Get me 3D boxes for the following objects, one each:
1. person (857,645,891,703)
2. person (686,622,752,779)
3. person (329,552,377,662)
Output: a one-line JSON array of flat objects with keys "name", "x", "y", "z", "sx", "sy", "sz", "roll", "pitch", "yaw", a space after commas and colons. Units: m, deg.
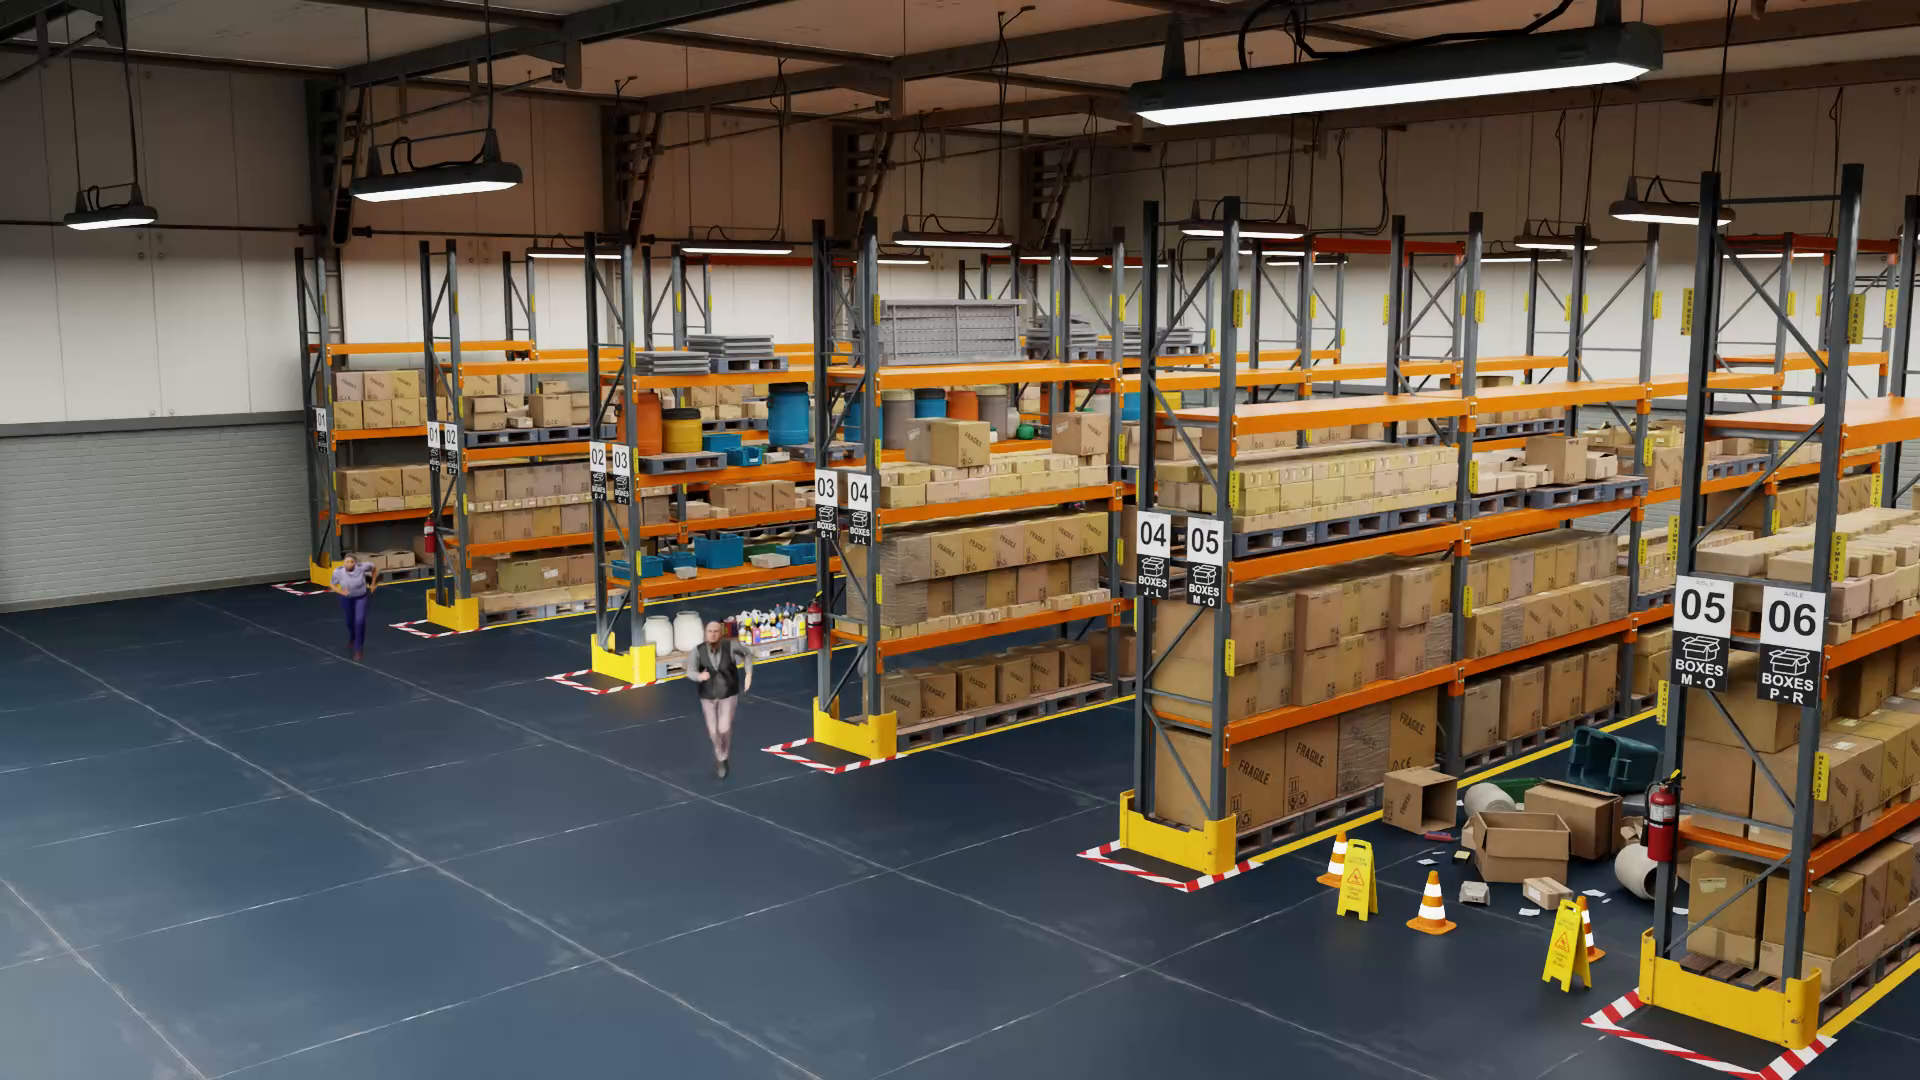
[{"name": "person", "x": -1.133, "y": 1.228, "z": 21.089, "sx": 0.597, "sy": 1.723, "sz": 0.654, "roll": -8, "pitch": 12, "yaw": -43}, {"name": "person", "x": -2.590, "y": 1.707, "z": 17.892, "sx": 0.682, "sy": 1.712, "sz": 0.807, "roll": 0, "pitch": 8, "yaw": -2}, {"name": "person", "x": -8.719, "y": 0.921, "z": 23.965, "sx": 0.646, "sy": 1.611, "sz": 0.956, "roll": -3, "pitch": 9, "yaw": -18}]
